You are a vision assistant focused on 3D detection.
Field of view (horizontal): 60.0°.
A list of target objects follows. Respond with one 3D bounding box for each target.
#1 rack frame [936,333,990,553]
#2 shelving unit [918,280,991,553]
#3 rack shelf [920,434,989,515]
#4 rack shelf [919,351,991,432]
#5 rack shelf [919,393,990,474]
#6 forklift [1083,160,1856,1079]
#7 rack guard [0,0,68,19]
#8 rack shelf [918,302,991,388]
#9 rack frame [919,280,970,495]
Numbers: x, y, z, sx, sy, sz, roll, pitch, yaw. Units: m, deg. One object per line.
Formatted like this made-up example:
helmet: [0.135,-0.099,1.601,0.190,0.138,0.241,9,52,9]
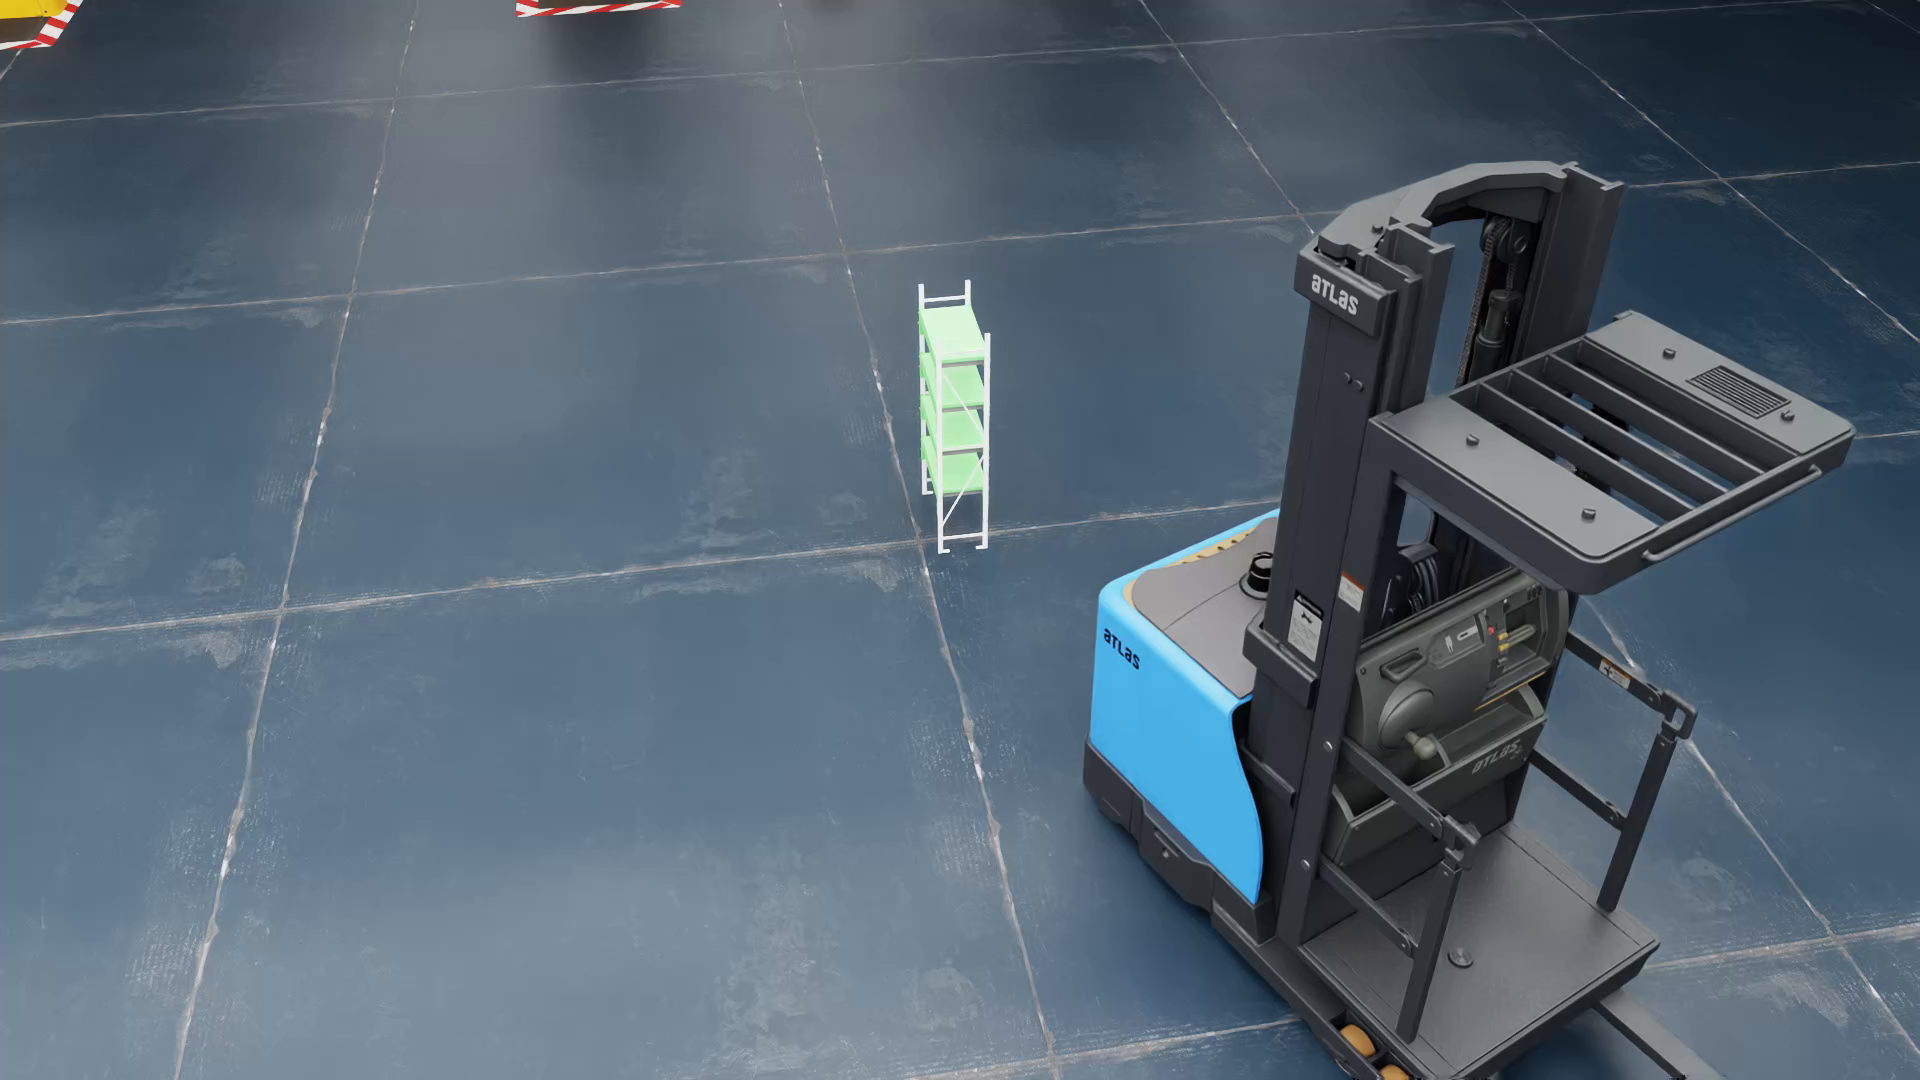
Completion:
rack frame: [0.014,-0.426,7.721,0.240,1.200,0.015,-6,38,-8]
shelving unit: [-0.029,-0.574,7.911,0.258,1.200,0.503,-6,38,-8]
rack shelf: [-0.029,-0.334,8.097,0.258,0.148,0.480,-6,38,-8]
rack shelf: [-0.029,-0.713,7.802,0.258,0.148,0.480,-6,38,-8]
rack shelf: [-0.029,-0.523,7.950,0.258,0.148,0.480,-6,38,-8]
forklift: [1.729,0.456,5.174,1.130,2.935,3.031,-22,43,-26]
rack guard: [-8.032,-4.561,13.613,1.175,0.500,0.348,-6,38,-8]
rack shelf: [-0.029,-0.902,7.655,0.258,0.148,0.480,-6,38,-8]
rack frame: [-0.072,-0.721,8.100,0.240,1.200,0.015,-6,38,-8]
